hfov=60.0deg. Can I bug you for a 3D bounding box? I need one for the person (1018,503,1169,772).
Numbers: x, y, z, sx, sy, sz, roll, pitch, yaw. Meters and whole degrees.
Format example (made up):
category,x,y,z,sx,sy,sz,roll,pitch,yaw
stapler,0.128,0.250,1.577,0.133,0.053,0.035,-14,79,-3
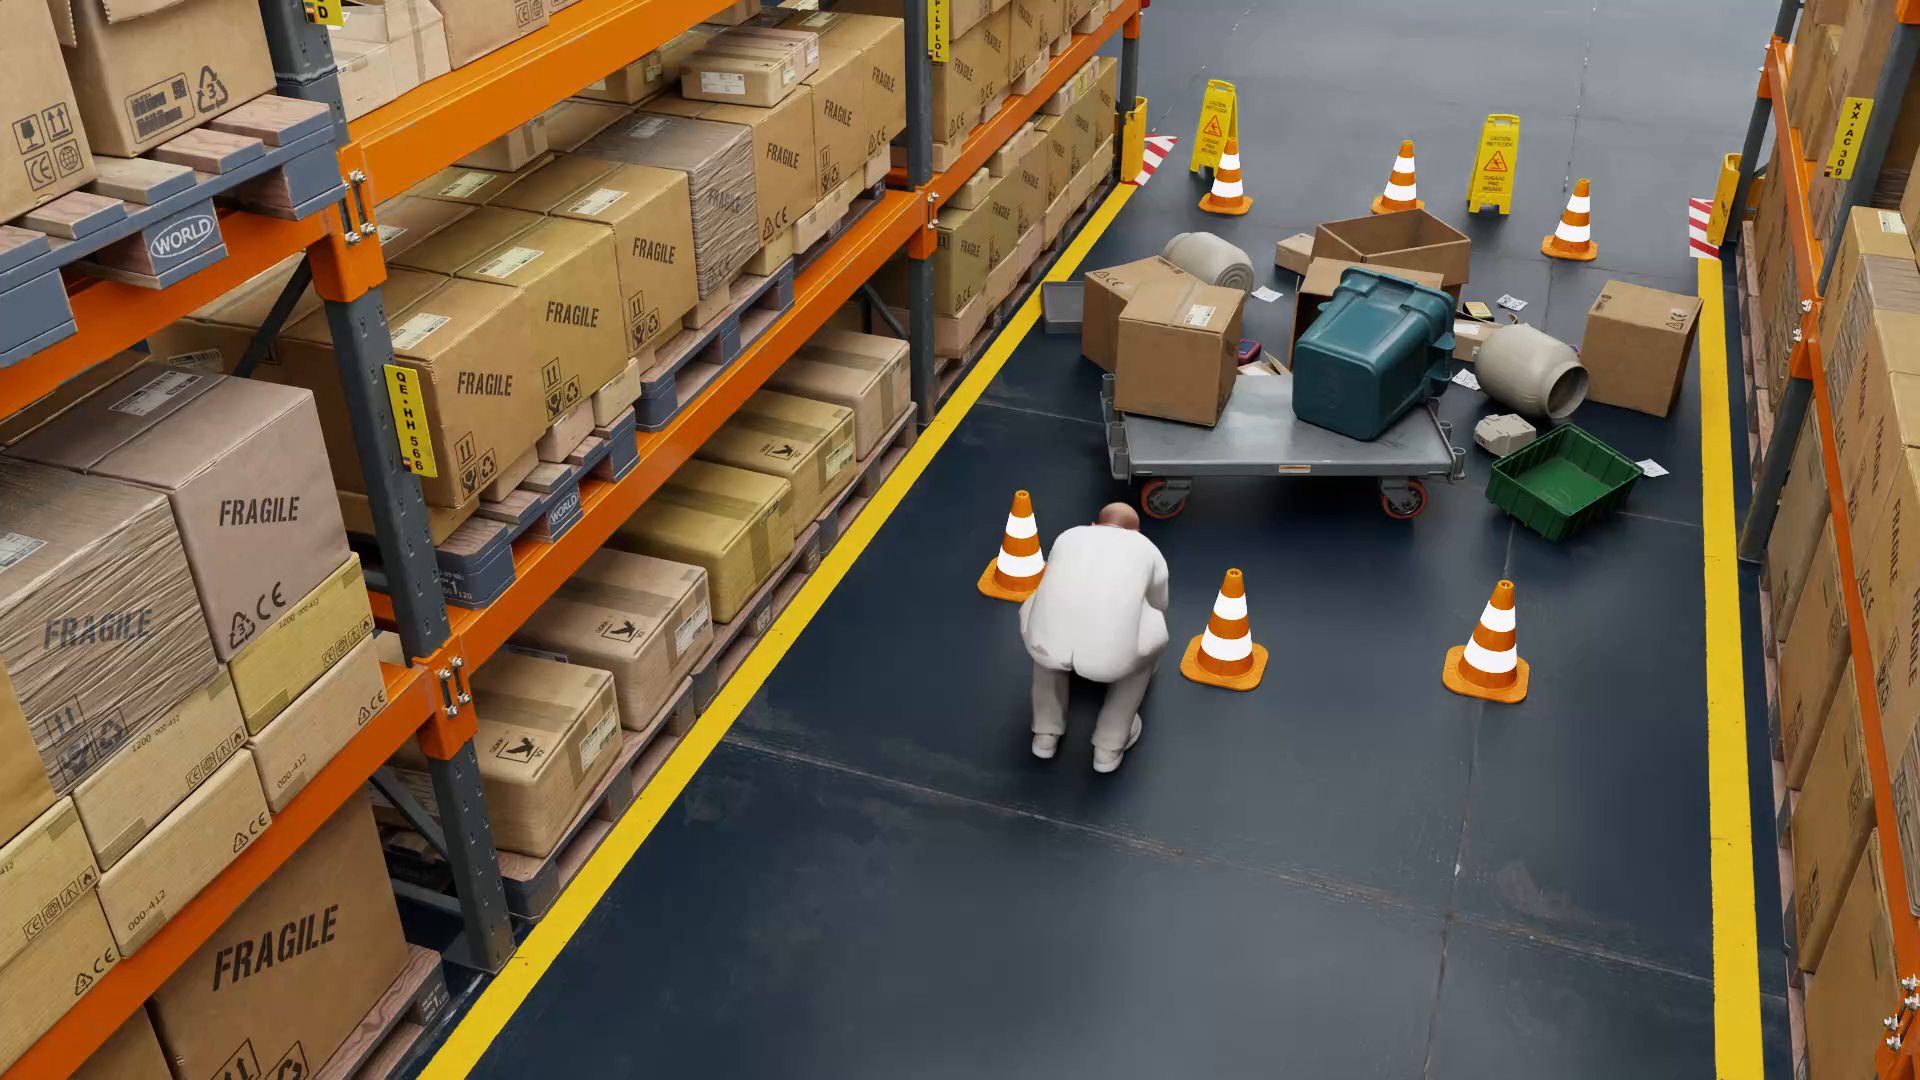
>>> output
category,x,y,z,sx,sy,sz,roll,pitch,yaw
person,0.538,0.357,6.469,0.589,0.874,0.953,10,34,15
